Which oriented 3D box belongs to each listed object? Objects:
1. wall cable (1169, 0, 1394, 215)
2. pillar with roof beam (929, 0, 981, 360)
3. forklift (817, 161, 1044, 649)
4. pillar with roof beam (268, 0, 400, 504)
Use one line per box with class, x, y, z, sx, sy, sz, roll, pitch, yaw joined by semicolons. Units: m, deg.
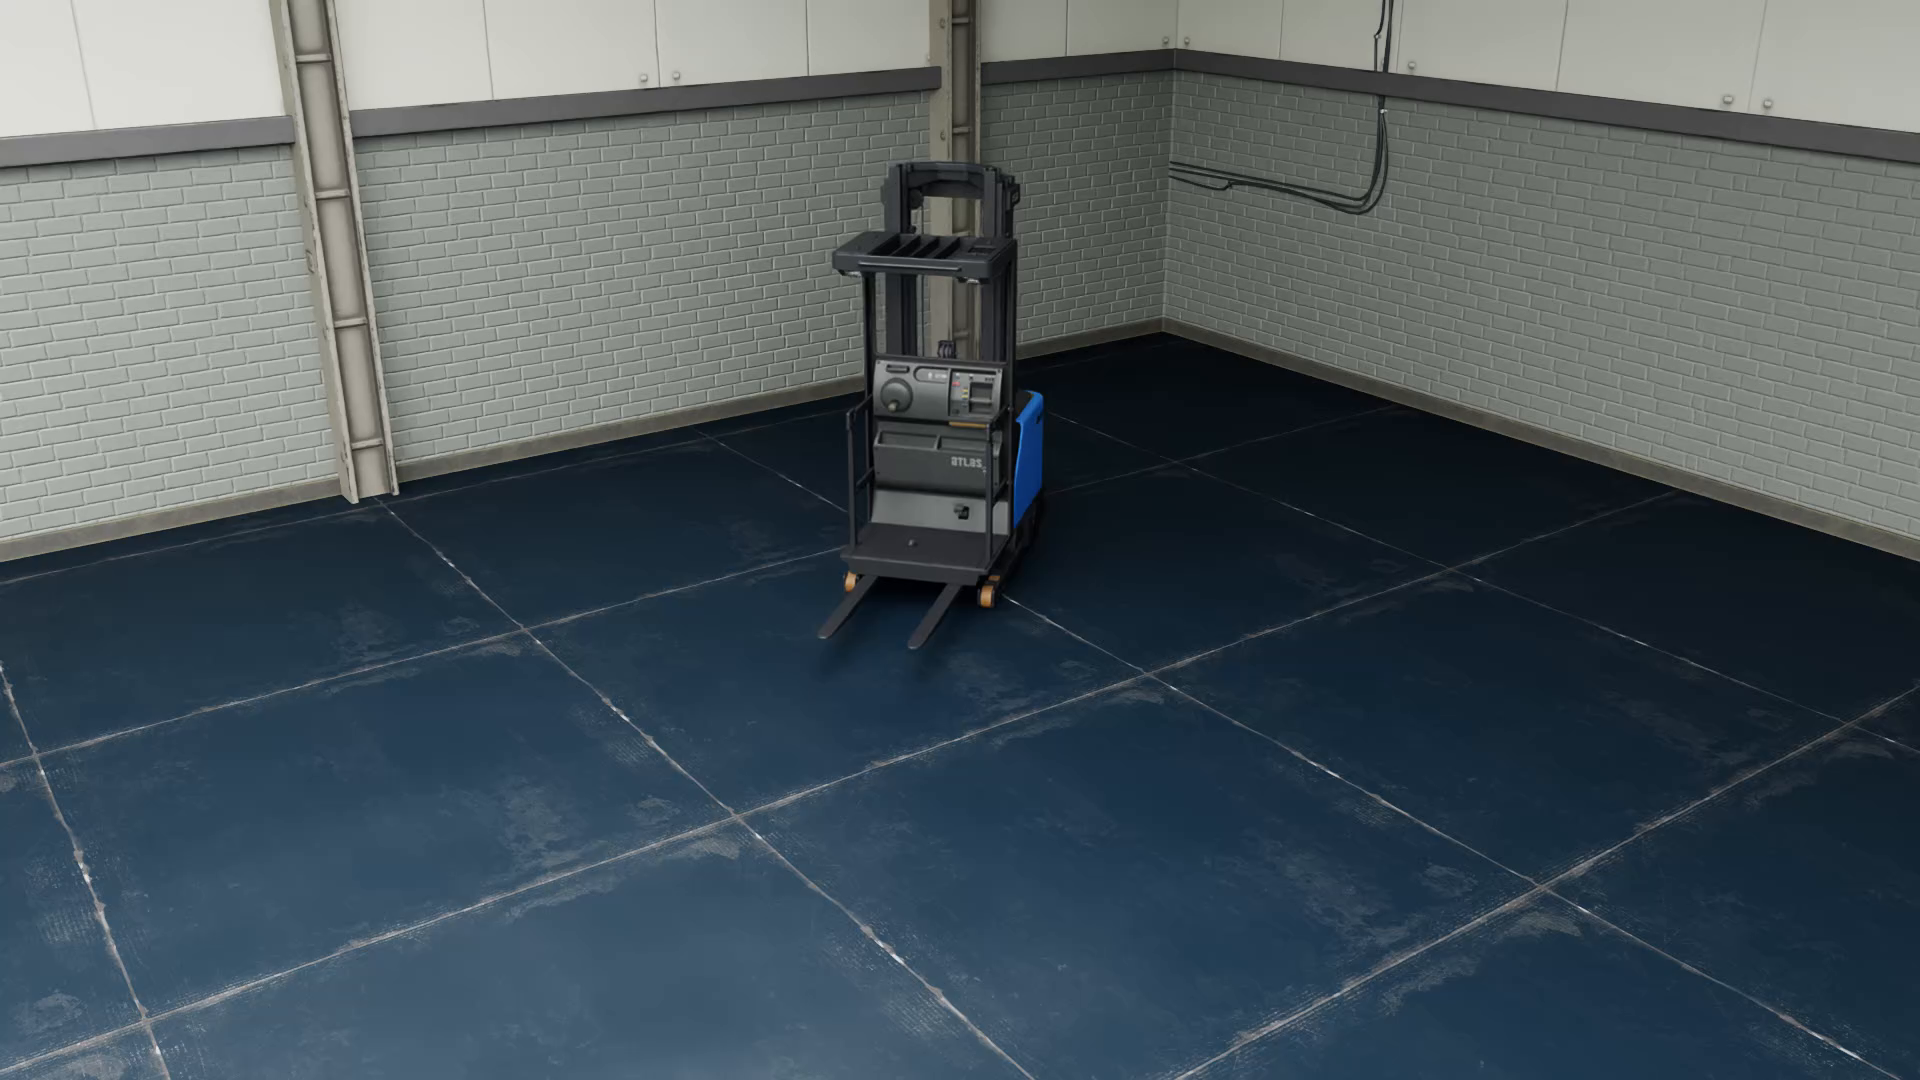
wall cable;3.117;-4.663;16.629;0.112;2.526;3.097;-15;26;-33
pillar with roof beam;2.468;-4.570;12.207;0.400;9.000;9.100;-15;26;-33
forklift;-0.209;-1.038;11.543;1.130;2.935;3.031;6;22;14
pillar with roof beam;-2.402;-3.271;8.952;0.400;9.000;9.100;-15;26;-33
